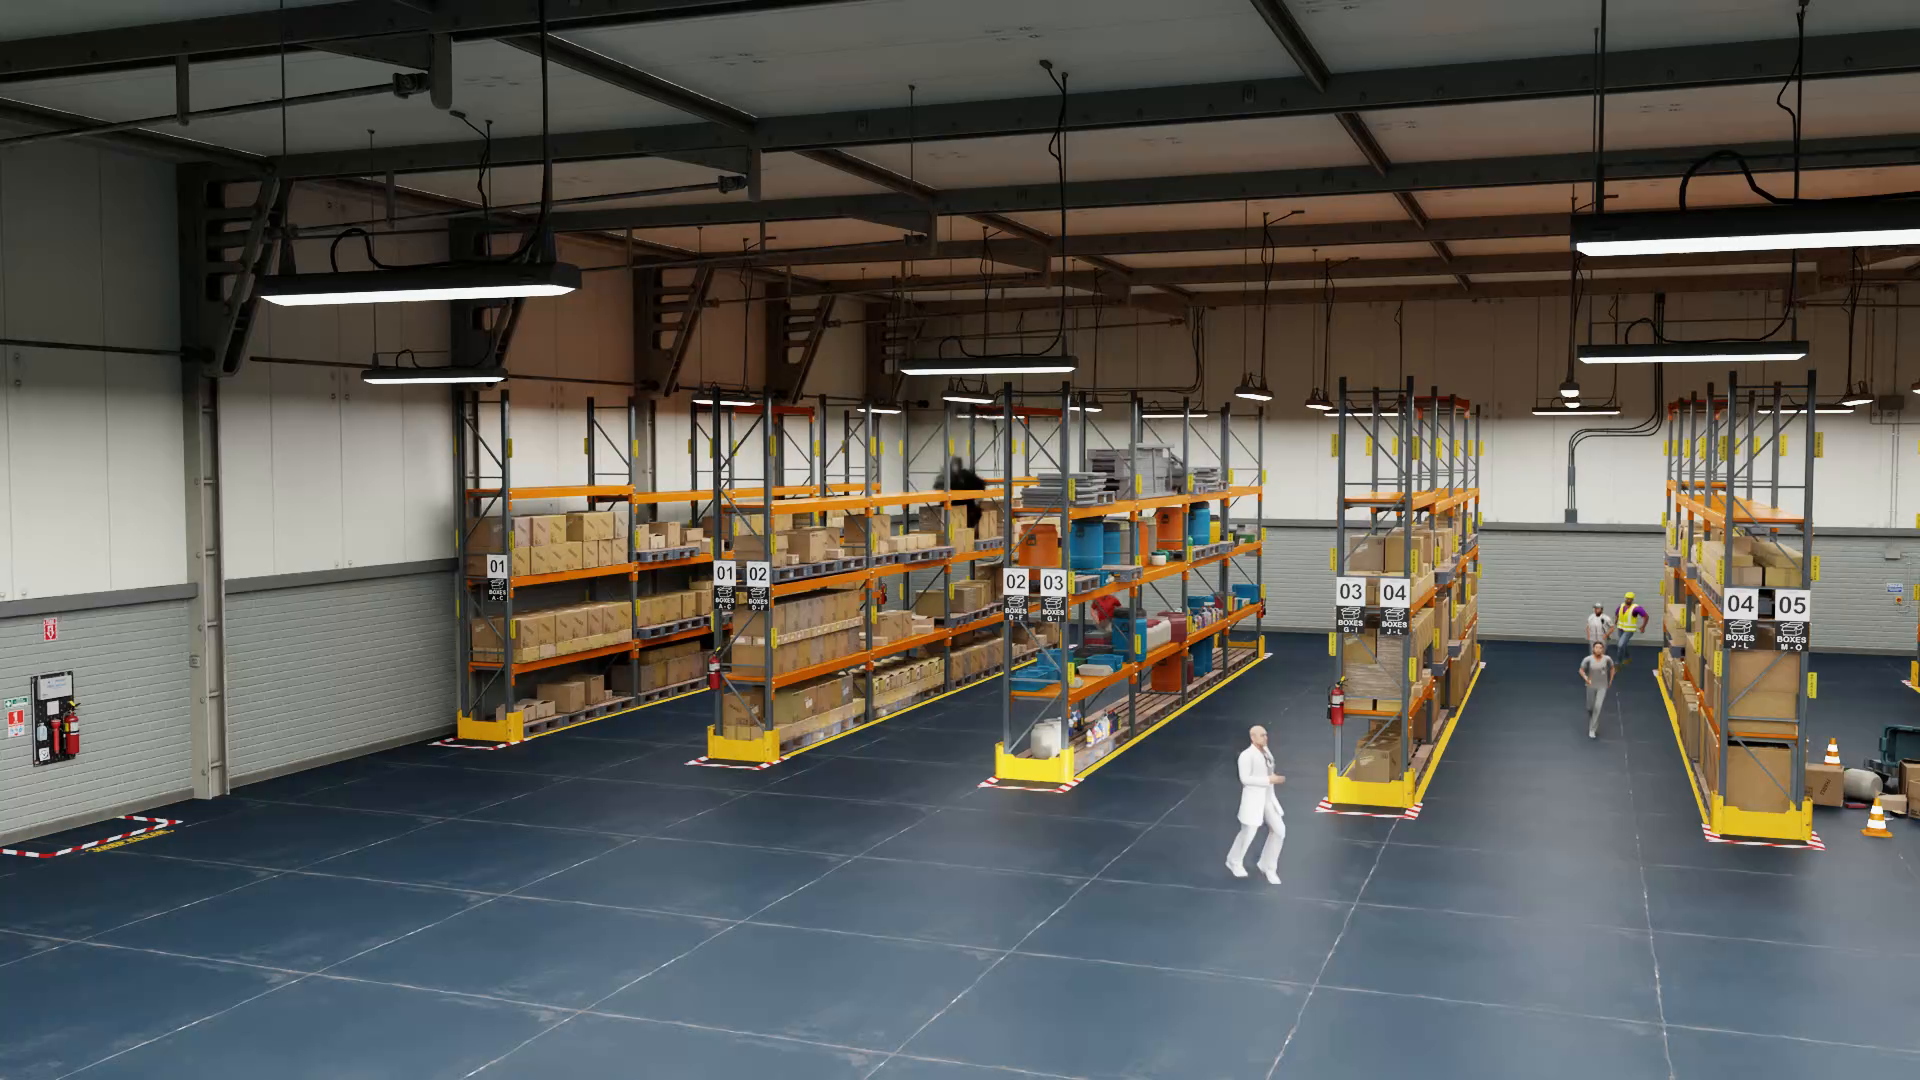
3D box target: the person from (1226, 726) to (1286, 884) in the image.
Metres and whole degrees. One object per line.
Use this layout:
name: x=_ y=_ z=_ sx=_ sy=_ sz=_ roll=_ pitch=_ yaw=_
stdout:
person: x=3.425 y=3.106 z=19.186 sx=0.708 sy=1.768 sz=0.841 roll=-3 pitch=4 yaw=-40

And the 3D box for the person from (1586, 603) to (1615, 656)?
person: x=13.971 y=2.207 z=36.333 sx=0.584 sy=1.631 sz=0.555 roll=2 pitch=4 yaw=37

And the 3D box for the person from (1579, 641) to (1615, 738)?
person: x=11.141 y=2.585 z=29.086 sx=0.589 sy=1.659 sz=0.892 roll=1 pitch=3 yaw=19

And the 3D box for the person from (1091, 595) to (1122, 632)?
person: x=3.176 y=1.873 z=36.339 sx=0.686 sy=1.739 sz=0.851 roll=1 pitch=3 yaw=19

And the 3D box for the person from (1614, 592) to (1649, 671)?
person: x=15.055 y=2.058 z=37.492 sx=0.861 sy=1.795 sz=0.762 roll=-2 pitch=4 yaw=-27
